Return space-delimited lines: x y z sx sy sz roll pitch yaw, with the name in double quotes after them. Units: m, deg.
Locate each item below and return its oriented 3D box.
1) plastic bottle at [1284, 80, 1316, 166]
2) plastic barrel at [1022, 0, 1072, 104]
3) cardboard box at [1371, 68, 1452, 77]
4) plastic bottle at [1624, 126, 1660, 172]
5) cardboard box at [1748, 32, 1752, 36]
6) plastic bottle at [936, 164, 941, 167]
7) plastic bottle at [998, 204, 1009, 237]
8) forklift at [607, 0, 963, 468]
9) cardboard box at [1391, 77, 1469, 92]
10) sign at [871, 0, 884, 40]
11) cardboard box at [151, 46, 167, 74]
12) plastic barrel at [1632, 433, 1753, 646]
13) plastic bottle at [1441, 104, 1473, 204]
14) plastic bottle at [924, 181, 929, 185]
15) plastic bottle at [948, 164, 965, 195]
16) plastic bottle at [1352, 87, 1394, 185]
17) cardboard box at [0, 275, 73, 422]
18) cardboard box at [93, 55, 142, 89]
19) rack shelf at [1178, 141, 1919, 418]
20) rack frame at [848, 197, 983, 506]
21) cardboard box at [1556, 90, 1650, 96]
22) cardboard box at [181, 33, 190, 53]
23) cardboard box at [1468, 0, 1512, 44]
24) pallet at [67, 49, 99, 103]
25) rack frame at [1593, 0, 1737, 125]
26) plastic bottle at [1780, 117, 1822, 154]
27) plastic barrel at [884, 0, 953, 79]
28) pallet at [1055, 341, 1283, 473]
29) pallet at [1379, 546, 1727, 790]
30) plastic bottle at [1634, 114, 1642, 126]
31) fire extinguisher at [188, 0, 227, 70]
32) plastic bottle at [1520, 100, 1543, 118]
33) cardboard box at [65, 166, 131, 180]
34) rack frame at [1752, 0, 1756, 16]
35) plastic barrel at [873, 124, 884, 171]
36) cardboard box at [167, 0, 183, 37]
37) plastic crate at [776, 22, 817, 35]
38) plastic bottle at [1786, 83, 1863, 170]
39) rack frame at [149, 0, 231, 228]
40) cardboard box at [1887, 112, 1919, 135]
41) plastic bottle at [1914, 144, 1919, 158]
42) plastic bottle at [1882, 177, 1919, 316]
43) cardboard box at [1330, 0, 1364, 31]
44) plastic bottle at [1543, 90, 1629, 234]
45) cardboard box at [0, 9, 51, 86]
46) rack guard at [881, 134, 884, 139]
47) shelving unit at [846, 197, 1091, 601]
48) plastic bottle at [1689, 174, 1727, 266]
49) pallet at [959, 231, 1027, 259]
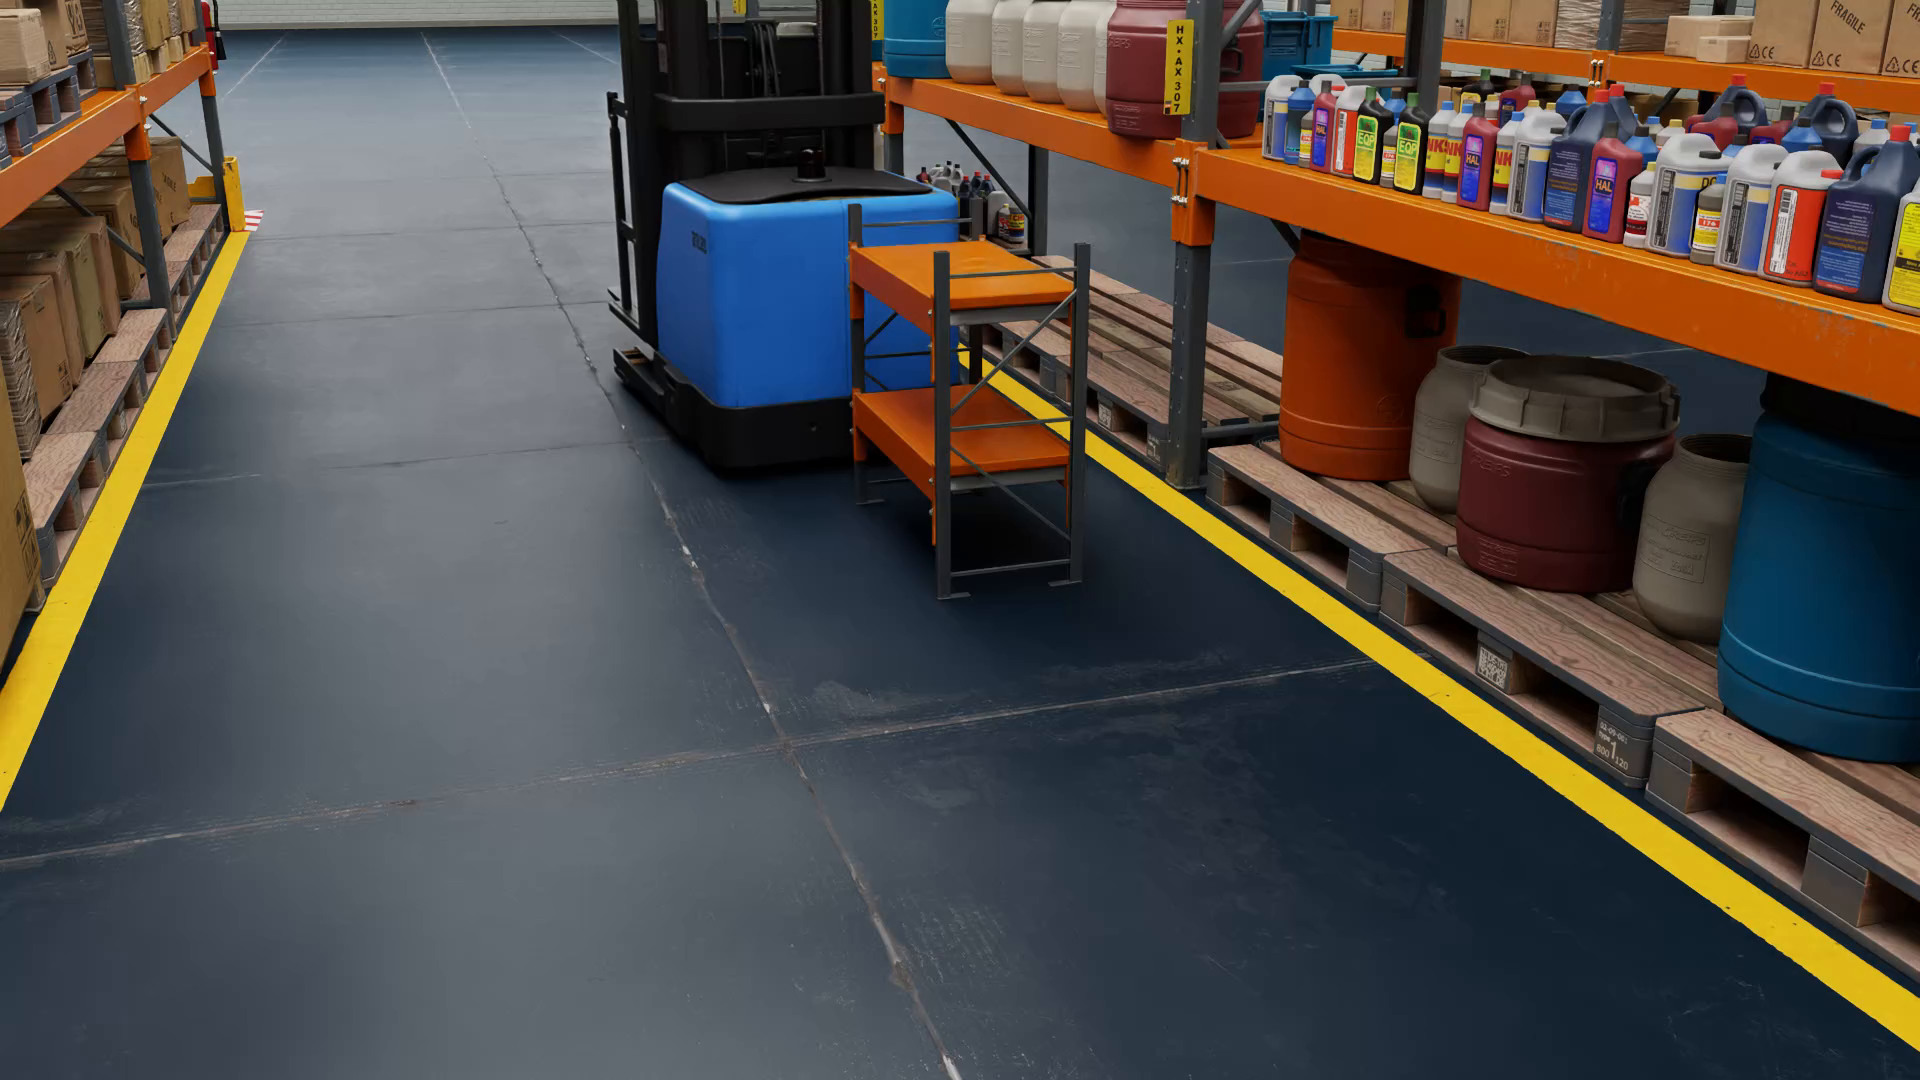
1.139 -1.394 5.550 0.097 0.271 0.097 0 20 0 "plastic bottle"
0.501 -2.311 7.711 0.433 0.535 0.433 0 20 0 "plastic barrel"
3.940 -3.876 14.608 0.500 0.500 0.500 -6 21 -17 "cardboard box"
1.691 -0.896 4.164 0.097 0.271 0.097 0 20 0 "plastic bottle"
5.197 -3.151 10.449 0.396 0.266 0.258 -7 21 -19 "cardboard box"
-0.167 -2.585 12.044 0.061 0.283 0.133 -6 21 -16 "plastic bottle"
0.294 -2.056 10.691 0.097 0.201 0.097 0 20 0 "plastic bottle"
-1.025 -2.123 7.491 1.130 2.935 3.031 -8 21 -21 "forklift"
3.774 -3.501 13.565 0.500 0.500 0.500 -6 21 -17 "cardboard box"
-0.483 -3.027 9.496 0.100 0.325 0.005 -6 21 -17 "sign"
-4.740 -2.731 9.453 0.380 0.149 0.250 -6 21 -17 "cardboard box"
2.087 -0.005 4.553 0.421 0.512 0.421 0 20 0 "plastic barrel"
1.430 -1.097 4.724 0.097 0.271 0.097 0 20 0 "plastic bottle"
-0.237 -2.435 11.746 0.097 0.201 0.097 0 20 0 "plastic bottle"
-0.010 -2.412 11.462 0.144 0.351 0.185 -7 21 -18 "plastic bottle"
1.273 -1.243 5.113 0.061 0.283 0.133 -6 21 -17 "plastic bottle"
-4.003 -0.743 6.594 0.700 0.500 0.500 -5 20 -13 "cardboard box"
-4.442 -2.408 8.554 0.380 0.149 0.250 -6 21 -17 "cardboard box"
1.928 -0.687 4.457 1.077 0.370 4.000 -6 21 -17 "rack shelf"
-0.158 -0.690 6.174 0.500 1.125 0.032 -6 21 -17 "rack frame"
4.733 -3.075 12.376 0.500 0.500 0.500 -6 21 -17 "cardboard box"
-5.426 -3.366 11.222 0.380 0.149 0.250 -6 21 -17 "cardboard box"
4.274 -3.995 12.454 0.700 0.500 0.500 -6 21 -16 "cardboard box"
-4.557 -2.074 7.537 1.003 0.211 1.213 -6 21 -17 "pallet"
4.746 -3.476 11.158 1.000 3.000 0.127 -6 21 -17 "rack frame"
2.201 -0.971 4.374 0.097 0.271 0.097 0 20 0 "plastic bottle"
-0.124 -3.031 9.176 0.600 0.901 0.708 -6 21 -17 "plastic barrel"
1.093 -0.608 7.297 1.003 0.211 1.213 -6 21 -17 "pallet"
1.967 0.284 4.813 1.003 0.211 1.213 -6 21 -17 "pallet"
2.076 -1.221 5.171 0.097 0.201 0.097 0 20 0 "plastic bottle"
-5.515 -3.758 12.056 0.296 0.674 0.183 -6 21 -17 "fire extinguisher"
1.923 -1.377 5.606 0.097 0.201 0.097 0 20 0 "plastic bottle"
-5.204 -1.953 9.993 0.500 0.500 0.500 -8 21 -22 "cardboard box"
8.190 -5.288 16.200 1.000 3.000 0.127 -6 21 -17 "rack frame"
-0.778 -2.898 12.606 0.421 0.512 0.421 0 20 0 "plastic barrel"
-5.383 -3.404 10.367 0.875 0.500 0.500 -6 21 -17 "cardboard box"
-1.239 -3.790 12.420 0.298 0.136 0.250 -6 21 -17 "plastic crate"
2.301 -1.036 4.435 0.144 0.351 0.185 -6 21 -17 "plastic bottle"
-5.917 -3.709 11.805 1.000 3.000 0.127 -6 21 -17 "rack frame"
8.684 -3.663 14.724 0.700 0.500 0.500 -8 21 -21 "cardboard box"
2.036 -0.696 3.489 0.144 0.351 0.185 -6 21 -17 "plastic bottle"
1.957 -0.621 3.281 0.144 0.351 0.185 -6 21 -17 "plastic bottle"
3.623 -4.656 14.294 0.700 0.500 0.500 -6 21 -17 "cardboard box"
1.611 -0.975 4.265 0.144 0.351 0.185 -6 21 -17 "plastic bottle"
-3.711 -1.831 6.177 0.500 0.250 0.500 -7 21 -19 "cardboard box"
-1.146 -3.039 13.638 1.175 0.500 0.348 -6 21 -17 "rack guard"
0.002 -0.527 5.720 0.538 1.125 1.048 -6 21 -17 "shelving unit"
1.748 -0.739 3.831 0.097 0.201 0.097 0 20 0 "plastic bottle"
-0.129 -1.859 10.780 1.003 0.211 1.213 -6 21 -17 "pallet"
